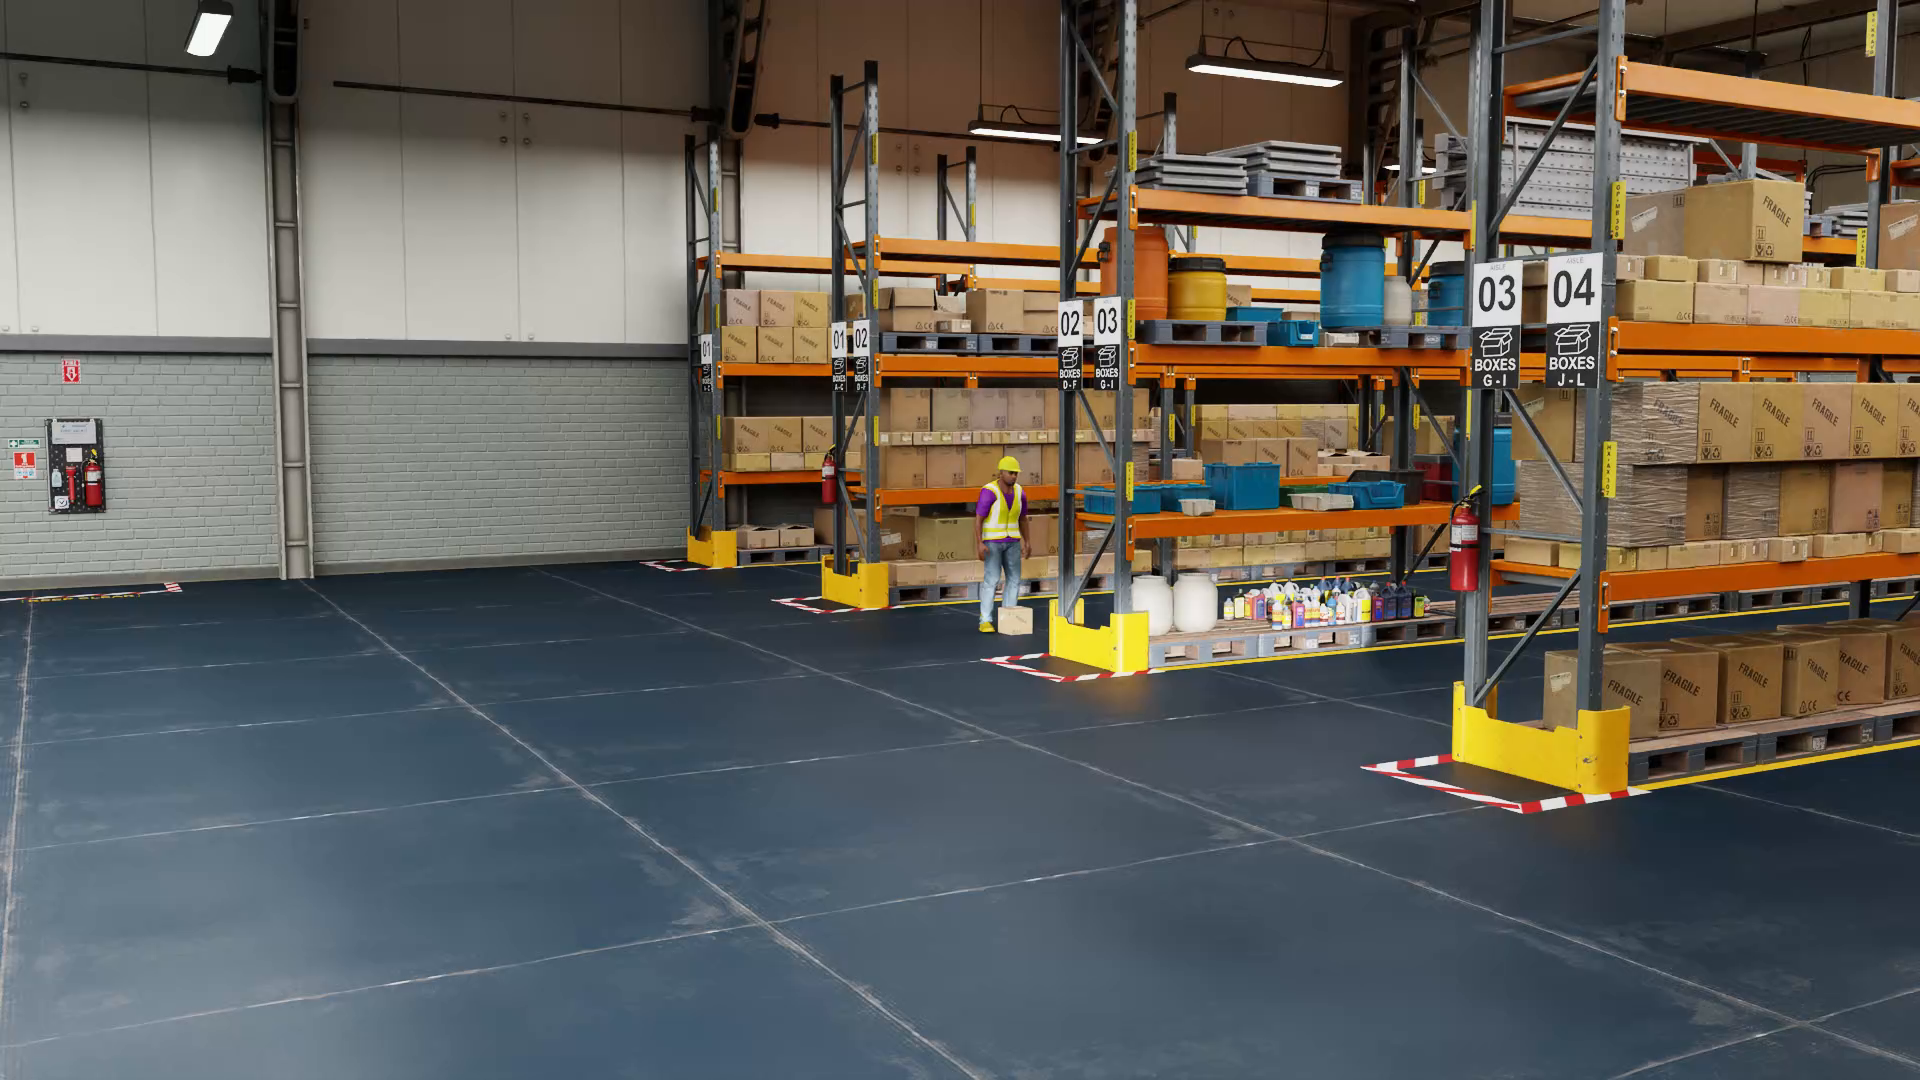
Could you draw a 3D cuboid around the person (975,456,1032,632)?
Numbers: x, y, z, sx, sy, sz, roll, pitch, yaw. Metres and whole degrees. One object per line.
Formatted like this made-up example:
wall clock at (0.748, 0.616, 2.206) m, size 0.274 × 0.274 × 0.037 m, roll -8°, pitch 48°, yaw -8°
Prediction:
person at (0.438, 0.036, 16.740) m, size 0.638 × 1.761 × 0.459 m, roll -3°, pitch 6°, yaw -30°
